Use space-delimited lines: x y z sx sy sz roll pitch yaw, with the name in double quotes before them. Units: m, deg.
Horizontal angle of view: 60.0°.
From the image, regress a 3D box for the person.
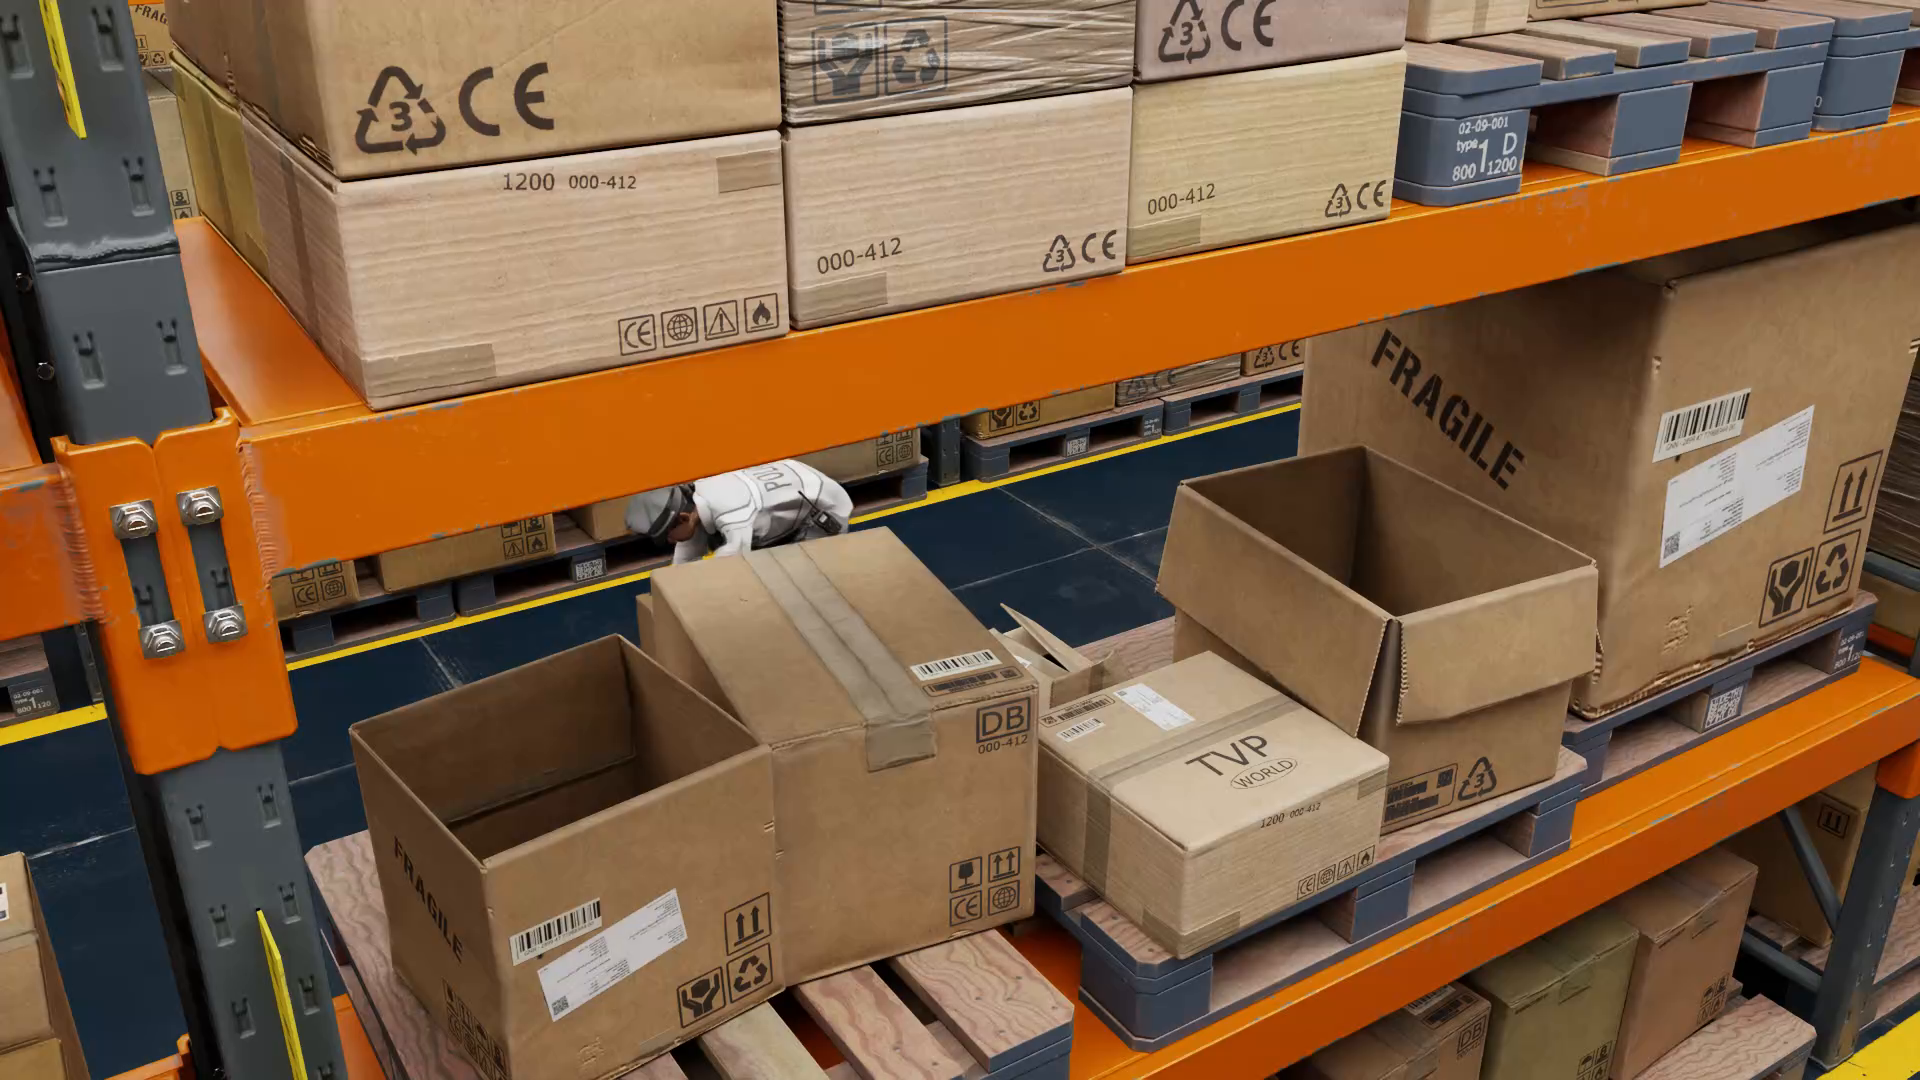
"person" -0.843 0.167 6.434 0.919 1.086 0.445 -17 30 -32
